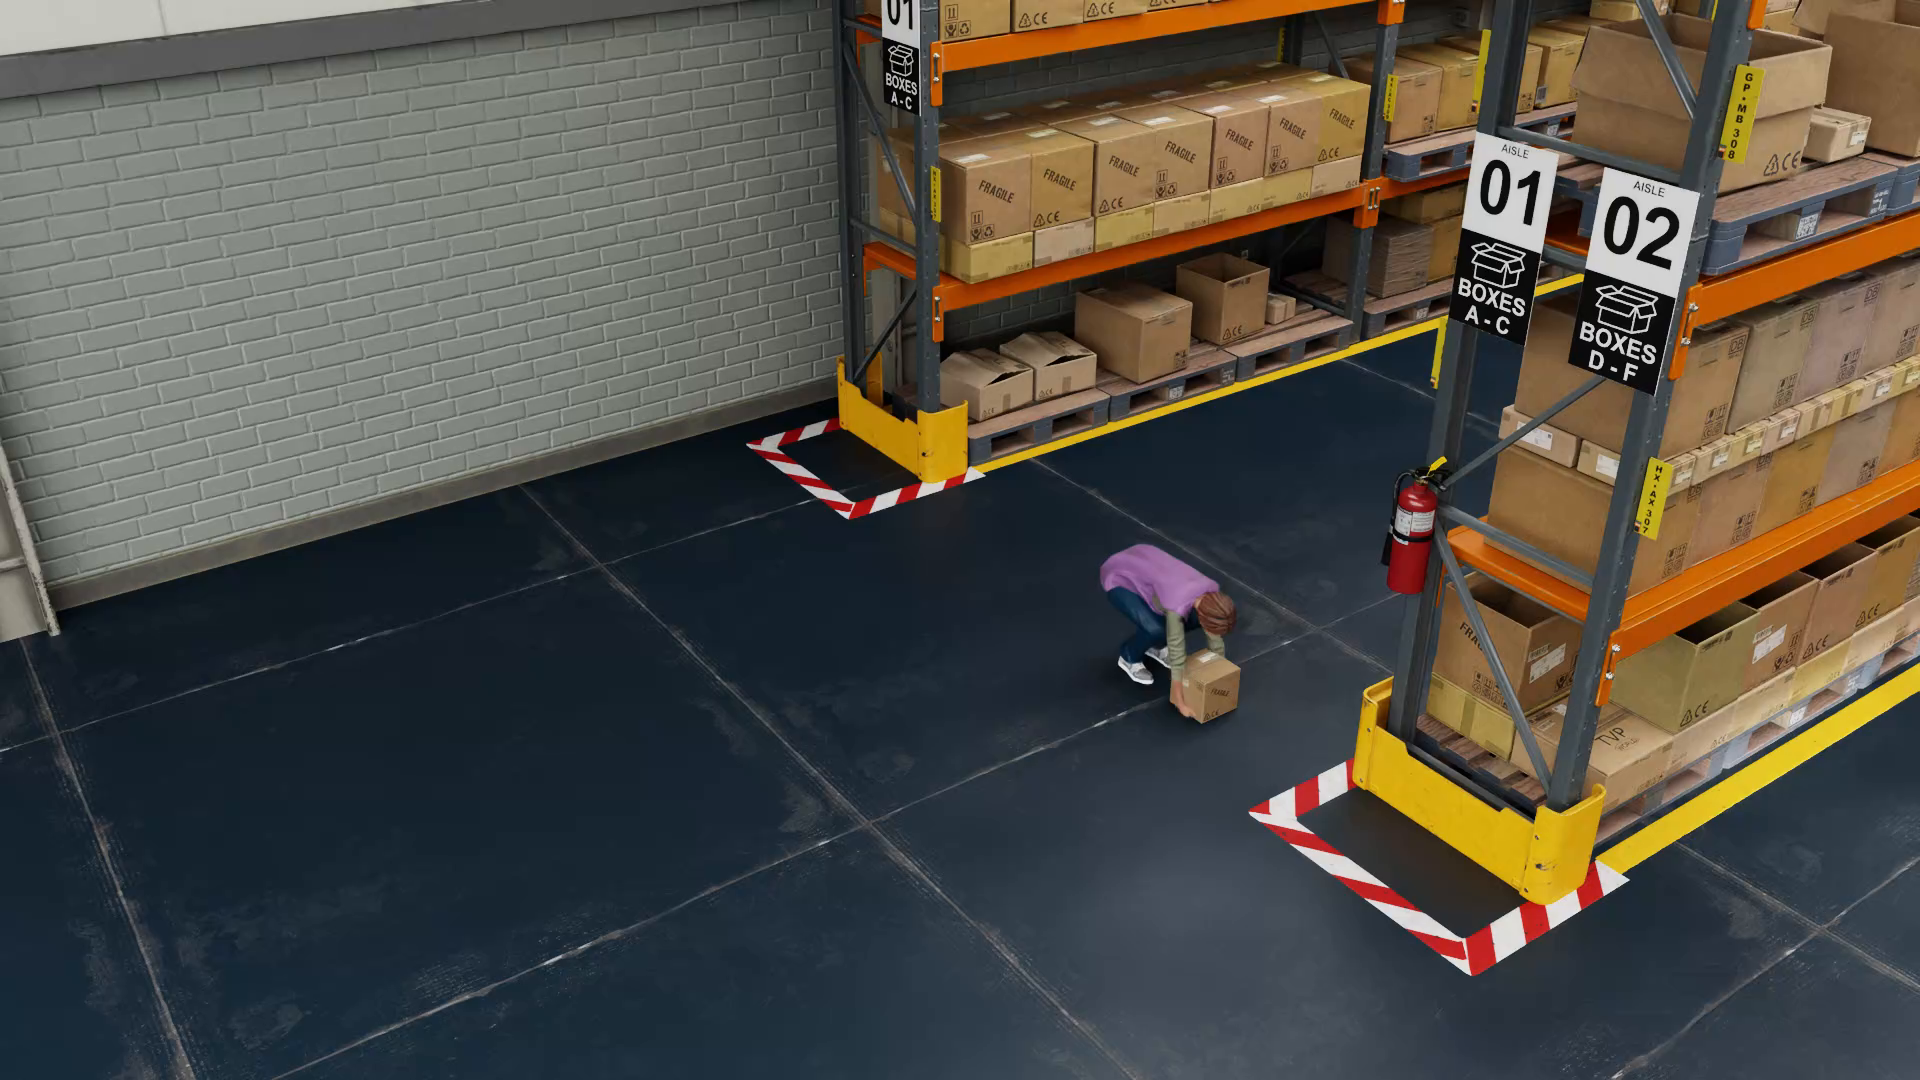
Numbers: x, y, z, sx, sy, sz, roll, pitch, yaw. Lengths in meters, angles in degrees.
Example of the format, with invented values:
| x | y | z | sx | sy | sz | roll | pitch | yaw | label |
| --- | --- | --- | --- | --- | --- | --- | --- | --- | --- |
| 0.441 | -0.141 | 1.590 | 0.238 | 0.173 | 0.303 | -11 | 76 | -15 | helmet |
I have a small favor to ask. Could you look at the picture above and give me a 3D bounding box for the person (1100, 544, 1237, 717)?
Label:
| x | y | z | sx | sy | sz | roll | pitch | yaw | label |
| --- | --- | --- | --- | --- | --- | --- | --- | --- | --- |
| 1.101 | 0.442 | 8.776 | 0.419 | 0.738 | 0.872 | -20 | 35 | -32 | person |
